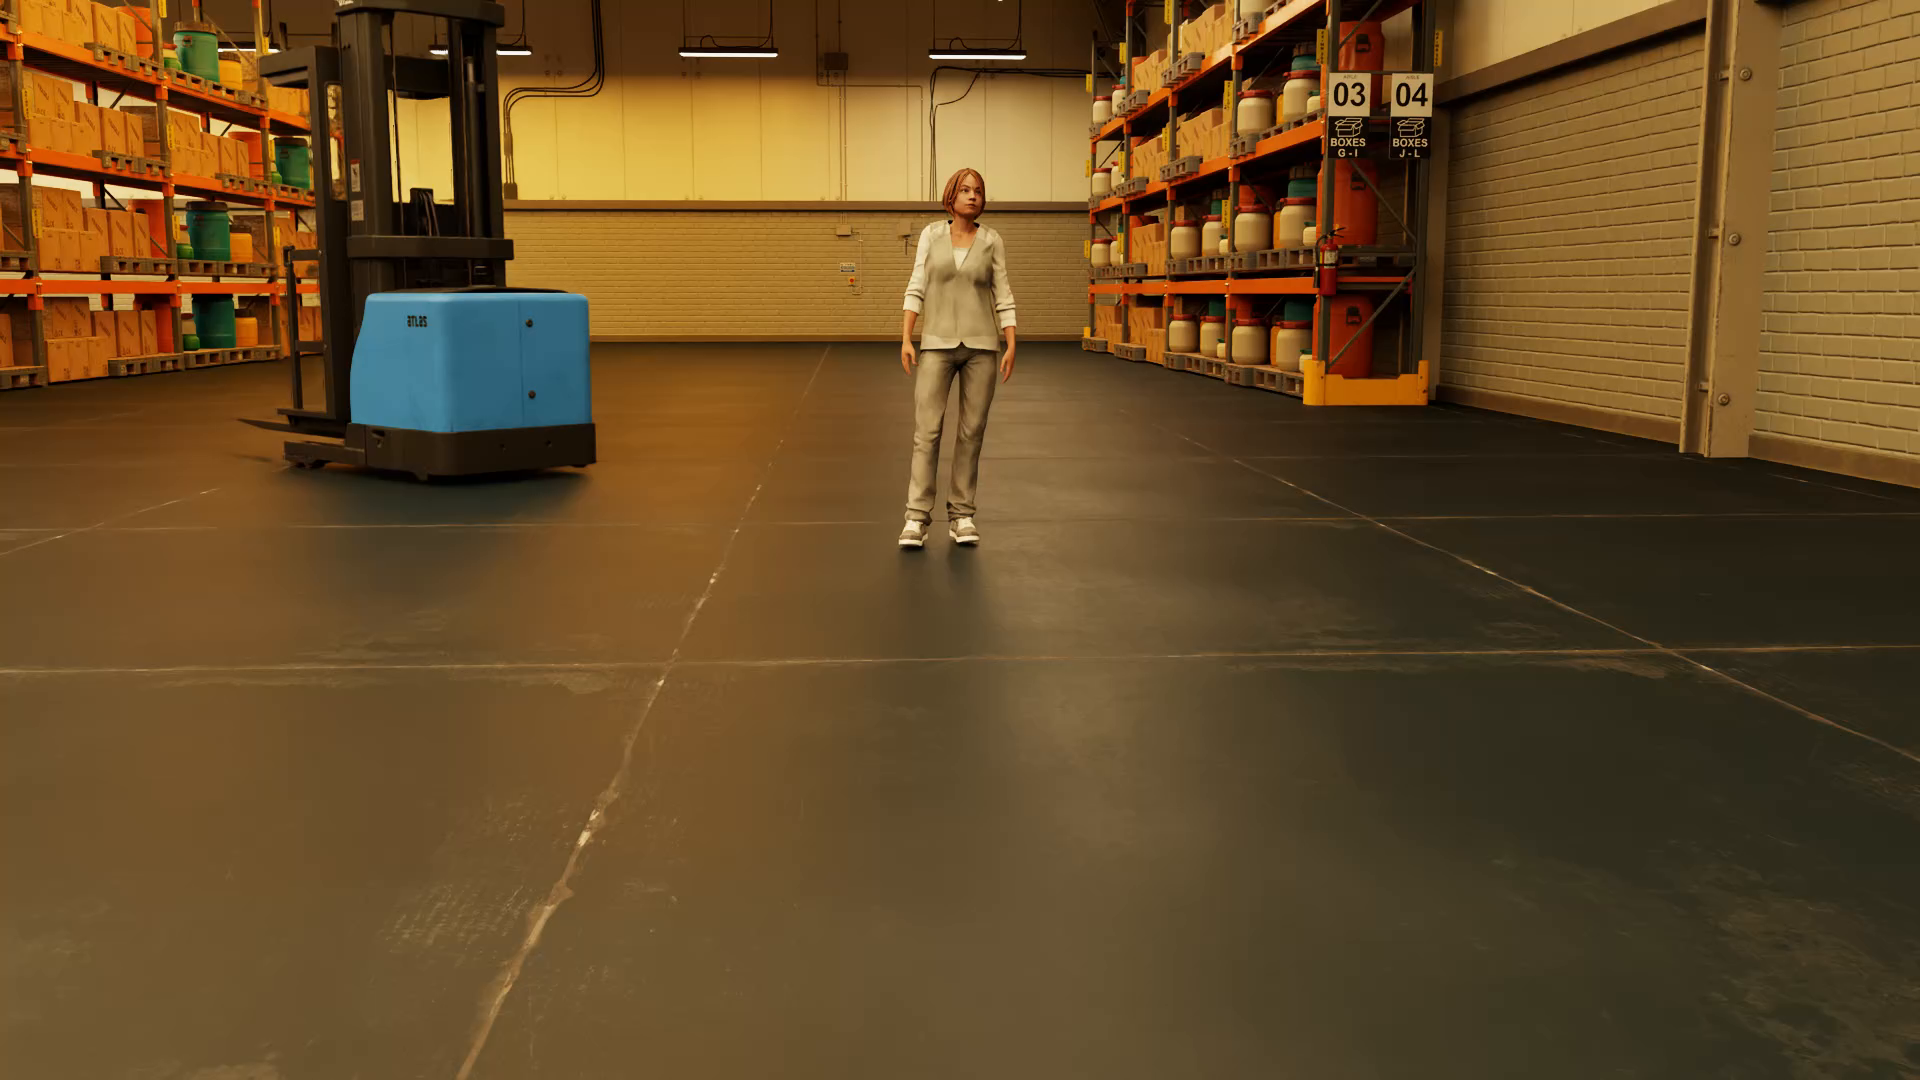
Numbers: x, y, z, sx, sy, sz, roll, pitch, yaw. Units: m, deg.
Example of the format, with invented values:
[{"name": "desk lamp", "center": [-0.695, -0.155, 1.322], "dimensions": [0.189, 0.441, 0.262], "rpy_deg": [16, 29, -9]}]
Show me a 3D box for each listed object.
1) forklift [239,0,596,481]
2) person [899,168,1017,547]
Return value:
[{"name": "forklift", "center": [-3.589, -1.936, 10.370], "dimensions": [3.031, 2.935, 1.130], "rpy_deg": [8, 12, 43]}, {"name": "person", "center": [-0.010, -0.786, 7.117], "dimensions": [0.520, 1.599, 0.473], "rpy_deg": [-1, 8, -4]}]
